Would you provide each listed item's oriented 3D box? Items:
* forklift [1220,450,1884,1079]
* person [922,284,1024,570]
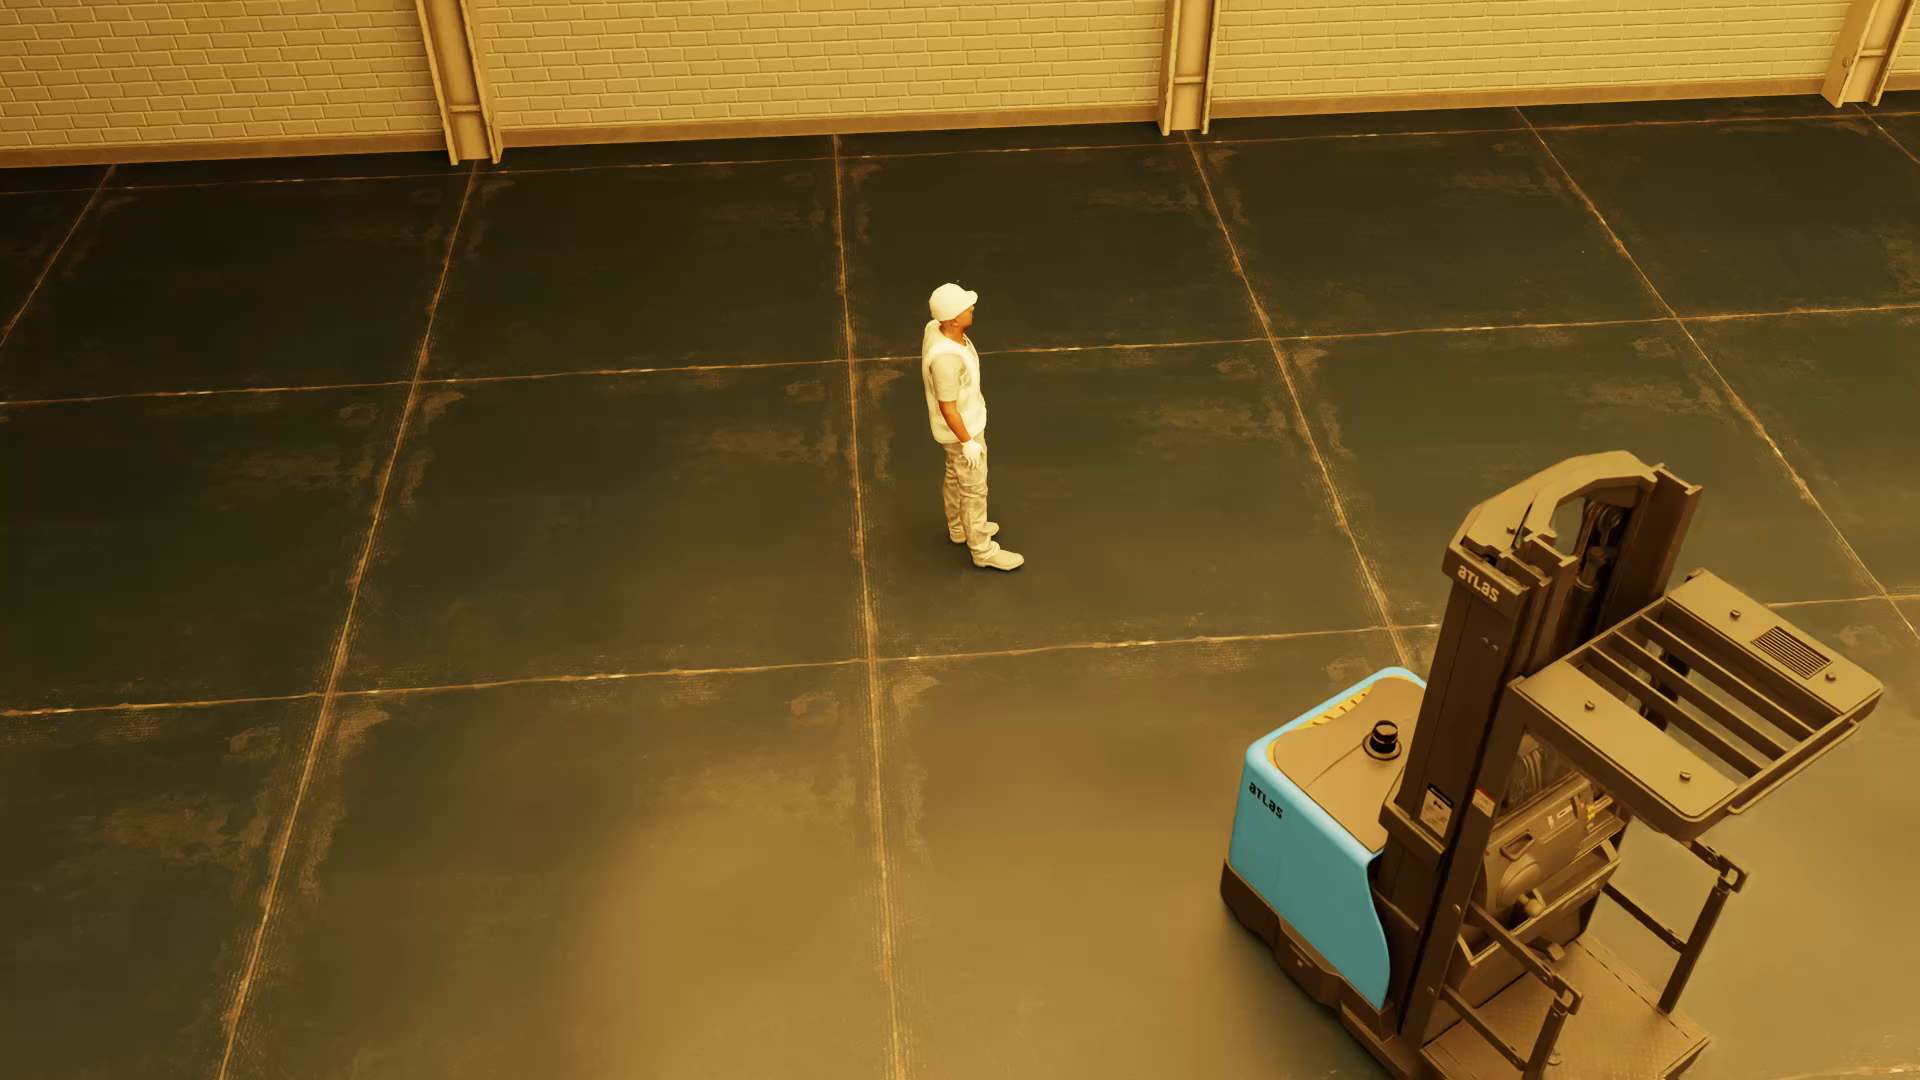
[{"bbox_3d":[2.518,1.243,6.485,1.130,2.935,3.031,-24,46,-26],"label":"forklift"},{"bbox_3d":[0.073,-0.682,9.607,0.575,1.785,0.657,-3,41,-4],"label":"person"}]
